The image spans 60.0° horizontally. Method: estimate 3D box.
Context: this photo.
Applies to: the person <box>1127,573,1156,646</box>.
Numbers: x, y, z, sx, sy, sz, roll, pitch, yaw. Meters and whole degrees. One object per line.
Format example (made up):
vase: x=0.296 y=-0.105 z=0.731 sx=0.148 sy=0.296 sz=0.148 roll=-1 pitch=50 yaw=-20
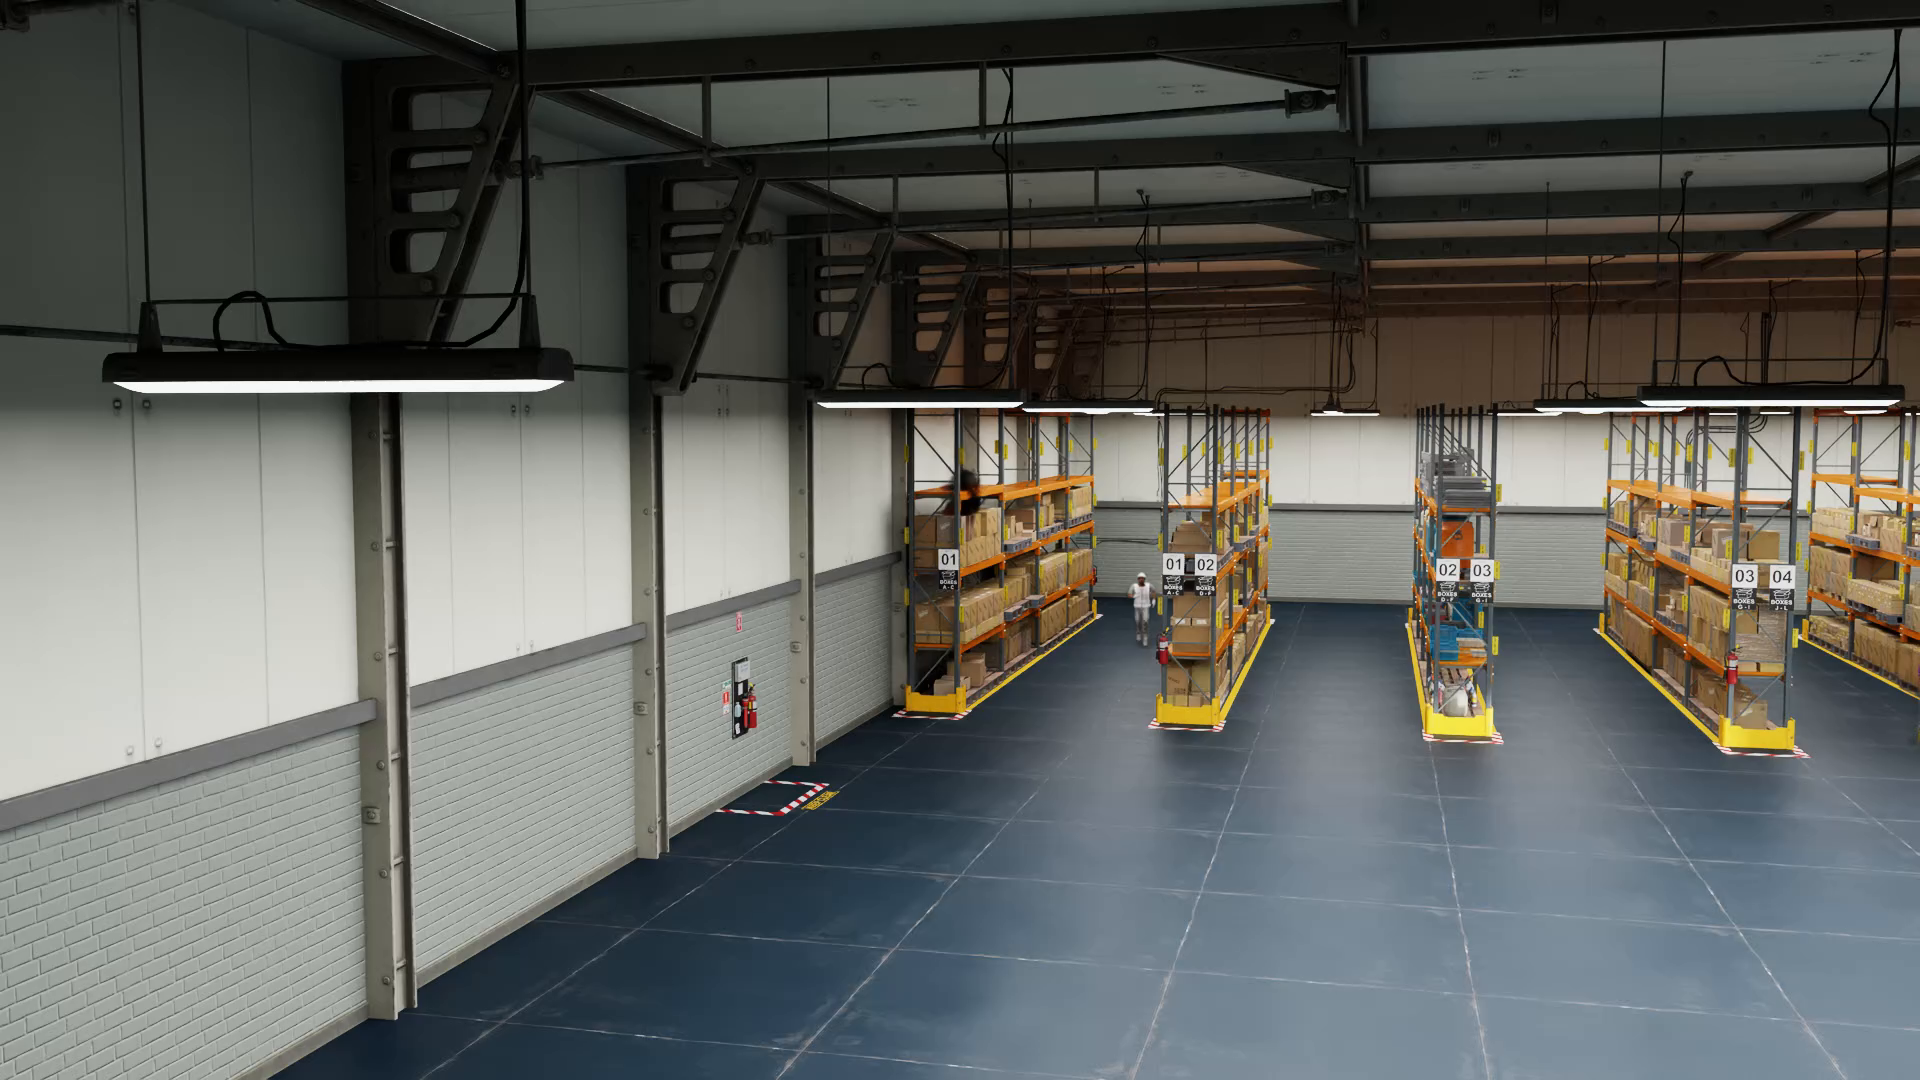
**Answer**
person: x=4.610 y=1.750 z=42.285 sx=0.704 sy=1.850 sz=0.782 roll=1 pitch=4 yaw=8
